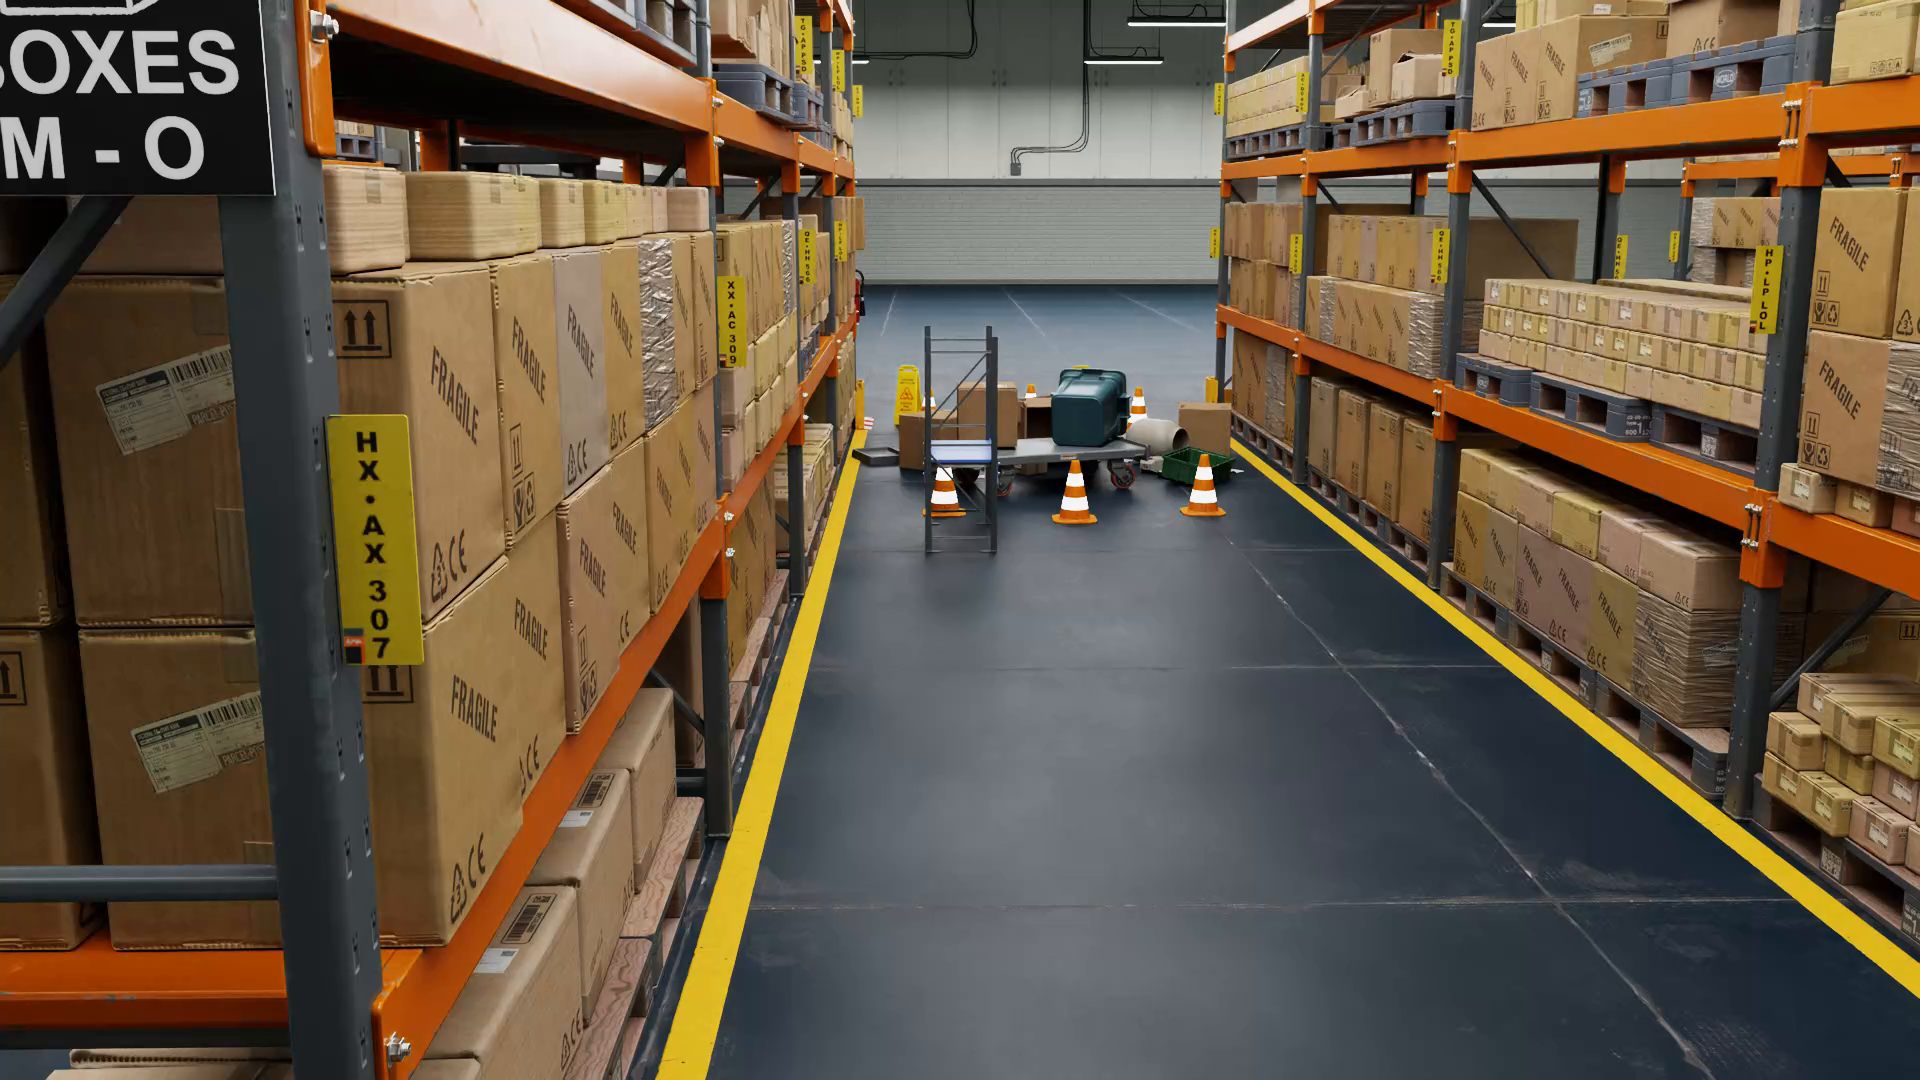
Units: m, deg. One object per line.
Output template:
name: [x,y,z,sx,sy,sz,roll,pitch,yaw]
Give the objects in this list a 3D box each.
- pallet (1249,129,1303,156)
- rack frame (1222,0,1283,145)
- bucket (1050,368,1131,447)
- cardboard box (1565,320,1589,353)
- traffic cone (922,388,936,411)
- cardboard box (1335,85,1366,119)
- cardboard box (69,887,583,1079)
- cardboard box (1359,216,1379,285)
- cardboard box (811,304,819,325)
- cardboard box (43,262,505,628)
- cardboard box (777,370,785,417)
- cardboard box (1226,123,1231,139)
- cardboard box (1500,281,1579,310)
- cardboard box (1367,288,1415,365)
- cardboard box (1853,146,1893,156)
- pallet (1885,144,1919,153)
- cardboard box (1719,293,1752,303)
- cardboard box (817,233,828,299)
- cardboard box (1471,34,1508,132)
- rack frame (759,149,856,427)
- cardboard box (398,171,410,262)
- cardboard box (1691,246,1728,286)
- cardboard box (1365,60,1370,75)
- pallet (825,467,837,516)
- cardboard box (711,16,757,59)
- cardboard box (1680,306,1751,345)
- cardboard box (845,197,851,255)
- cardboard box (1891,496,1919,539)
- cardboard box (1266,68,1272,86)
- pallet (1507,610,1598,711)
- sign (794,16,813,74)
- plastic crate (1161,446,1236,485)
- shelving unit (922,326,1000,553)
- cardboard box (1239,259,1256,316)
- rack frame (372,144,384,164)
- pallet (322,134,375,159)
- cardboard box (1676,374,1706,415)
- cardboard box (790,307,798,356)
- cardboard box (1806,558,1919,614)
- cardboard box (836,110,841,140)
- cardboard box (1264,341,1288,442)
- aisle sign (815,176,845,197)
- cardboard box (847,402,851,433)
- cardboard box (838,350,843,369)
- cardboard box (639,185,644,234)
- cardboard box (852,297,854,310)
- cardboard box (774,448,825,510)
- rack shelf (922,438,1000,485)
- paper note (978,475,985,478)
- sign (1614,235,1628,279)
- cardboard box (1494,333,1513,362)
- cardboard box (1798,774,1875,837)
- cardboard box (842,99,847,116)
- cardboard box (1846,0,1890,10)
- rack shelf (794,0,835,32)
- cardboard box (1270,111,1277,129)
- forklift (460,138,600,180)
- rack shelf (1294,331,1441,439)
pallet: [3.368,-3.791,15.878,1.003,0.211,1.213,0,11,-1]
rack frame: [3.314,-5.695,17.496,1.000,3.000,0.127,0,11,-1]
bucket: [1.089,-1.118,14.434,0.726,0.611,0.620,4,22,18]
cardboard box: [3.317,-1.040,8.468,0.380,0.149,0.250,0,11,-2]
traffic cone: [-0.334,-1.391,17.750,0.336,0.463,0.334,0,11,-1]
cardboard box: [3.160,-3.497,13.240,0.258,0.266,0.396,0,11,-2]
cardboard box: [-1.443,1.204,3.970,0.875,0.438,0.875,0,11,0]
cardboard box: [3.436,-2.197,12.579,0.700,0.500,0.500,0,11,-1]
cardboard box: [-1.257,-1.698,12.459,0.380,0.149,0.250,0,11,-1]
cardboard box: [-1.027,-0.169,2.583,0.500,0.500,0.500,0,11,-2]
cardboard box: [-1.177,-0.749,8.586,0.500,0.250,0.500,0,11,-2]
cardboard box: [3.001,-4.287,17.425,0.380,0.149,0.250,0,11,-1]
cardboard box: [3.304,-1.393,9.458,0.380,0.149,0.250,-1,11,-3]
cardboard box: [3.183,-1.500,11.659,0.500,0.500,0.500,0,11,-2]
cardboard box: [8.088,-3.446,14.333,0.500,0.250,0.500,0,11,1]
pallet: [8.264,-3.215,13.288,1.213,0.211,1.003,0,11,-1]
cardboard box: [3.977,-1.134,8.185,0.380,0.149,0.250,0,11,1]
cardboard box: [-1.299,-2.130,12.959,0.500,0.500,0.500,0,11,-1]
cardboard box: [3.225,-2.569,9.381,0.500,0.500,0.500,0,11,-1]
rack frame: [-1.633,-2.714,17.893,1.000,3.000,0.127,0,11,-1]
cardboard box: [-1.109,-0.514,2.651,0.380,0.149,0.250,0,11,0]
cardboard box: [8.259,-2.840,17.515,0.875,0.500,0.500,0,11,-1]
cardboard box: [3.723,-4.077,14.383,0.380,0.149,0.250,0,11,-2]
pallet: [-1.532,-0.398,13.489,1.003,0.211,1.213,0,11,-1]
cardboard box: [-1.061,-2.143,7.066,0.380,0.166,0.250,-1,12,-5]
cardboard box: [3.349,-0.927,7.165,0.380,0.149,0.250,-1,11,-3]
cardboard box: [-1.331,-2.794,14.772,0.700,0.500,0.500,0,11,-1]
cardboard box: [3.379,-0.085,5.564,0.380,0.149,0.250,-1,11,-4]
cardboard box: [3.045,-4.274,15.358,0.380,0.149,0.250,0,11,-2]
pallet: [3.517,0.599,8.573,1.003,0.211,1.213,0,11,-1]
sign: [-0.912,-2.887,9.701,0.100,0.325,0.005,0,11,-1]
plastic crate: [2.084,-0.639,14.591,0.450,0.188,0.662,17,18,26]
shelving unit: [-0.002,-0.752,11.994,0.538,1.500,1.048,0,11,-1]
cardboard box: [3.286,-2.533,16.625,0.875,0.550,0.550,0,11,-1]
rack frame: [-6.595,-2.693,17.789,1.000,3.000,0.127,0,11,-1]
pallet: [-6.606,-3.979,16.806,1.003,0.211,1.213,0,11,-1]
cardboard box: [3.347,-0.631,7.202,0.380,0.149,0.250,0,11,-1]
cardboard box: [-1.203,-1.200,9.551,0.500,0.250,0.500,0,11,-1]
cardboard box: [3.811,0.135,7.196,0.500,0.250,0.500,-1,11,-4]
cardboard box: [-1.305,-3.652,14.603,0.500,0.250,0.500,0,11,-2]
cardboard box: [3.432,-1.428,15.844,0.875,0.875,0.875,0,11,-1]
aisle sign: [-1.344,-4.002,17.702,0.394,0.787,0.004,0,11,-1]
cardboard box: [-1.328,-1.206,16.318,0.500,0.250,0.500,-1,11,-3]
cardboard box: [-1.235,-1.606,14.774,0.380,0.149,0.250,0,11,0]
cardboard box: [-1.145,-0.973,4.914,0.380,0.149,0.250,0,11,-2]
cardboard box: [-1.295,-2.468,17.310,0.380,0.149,0.250,0,11,-2]
cardboard box: [-1.502,-0.452,12.294,0.950,0.372,0.625,0,11,1]
rack shelf: [-0.002,-0.576,12.029,0.538,0.185,1.000,0,11,-1]
paper note: [0.145,-0.576,14.823,0.148,0.019,0.142,0,11,-1]
sign: [4.022,-1.697,10.167,0.100,0.325,0.005,0,11,-1]
cardboard box: [3.292,-1.104,9.532,0.380,0.149,0.250,0,11,2]
cardboard box: [3.254,0.949,5.953,0.380,0.149,0.250,0,11,1]
cardboard box: [-1.265,-4.081,15.714,0.380,0.149,0.250,0,11,0]
cardboard box: [3.332,-1.914,5.525,0.500,0.250,0.500,0,11,1]
rack shelf: [-1.509,-3.913,11.529,1.077,0.370,4.000,0,11,-1]
cardboard box: [3.049,-3.834,15.194,0.380,0.149,0.250,0,11,0]
forklift: [-3.047,-1.602,12.584,1.130,2.935,3.031,0,11,0]
rack shelf: [3.438,-1.209,12.285,1.077,0.370,4.000,0,11,-1]
